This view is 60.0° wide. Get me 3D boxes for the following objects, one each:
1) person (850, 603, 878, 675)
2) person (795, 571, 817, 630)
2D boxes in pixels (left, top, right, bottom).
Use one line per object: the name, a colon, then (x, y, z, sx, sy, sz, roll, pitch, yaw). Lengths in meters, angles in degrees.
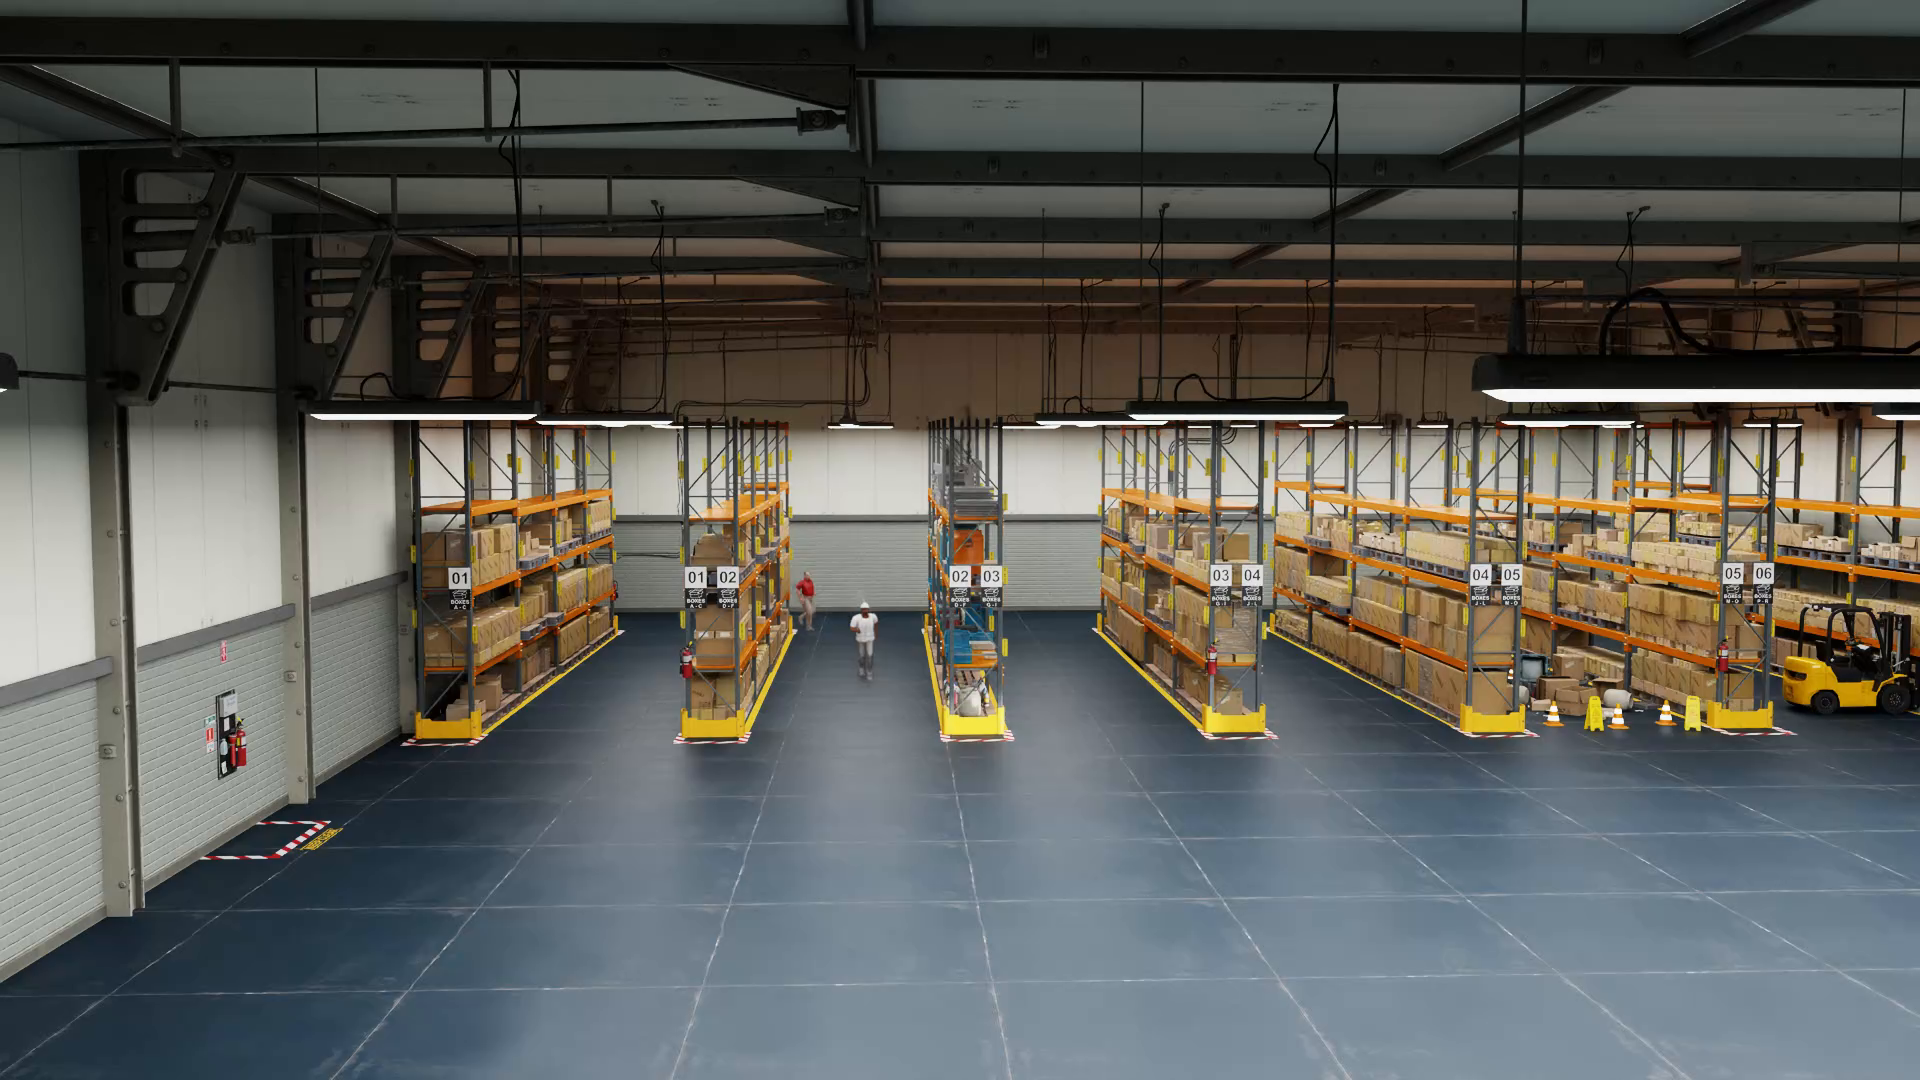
person: (-2.206, 2.263, 38.367, 0.640, 1.666, 0.868, 0, 4, -4)
person: (-4.447, 1.758, 48.125, 0.644, 1.718, 0.699, 3, 4, 34)
